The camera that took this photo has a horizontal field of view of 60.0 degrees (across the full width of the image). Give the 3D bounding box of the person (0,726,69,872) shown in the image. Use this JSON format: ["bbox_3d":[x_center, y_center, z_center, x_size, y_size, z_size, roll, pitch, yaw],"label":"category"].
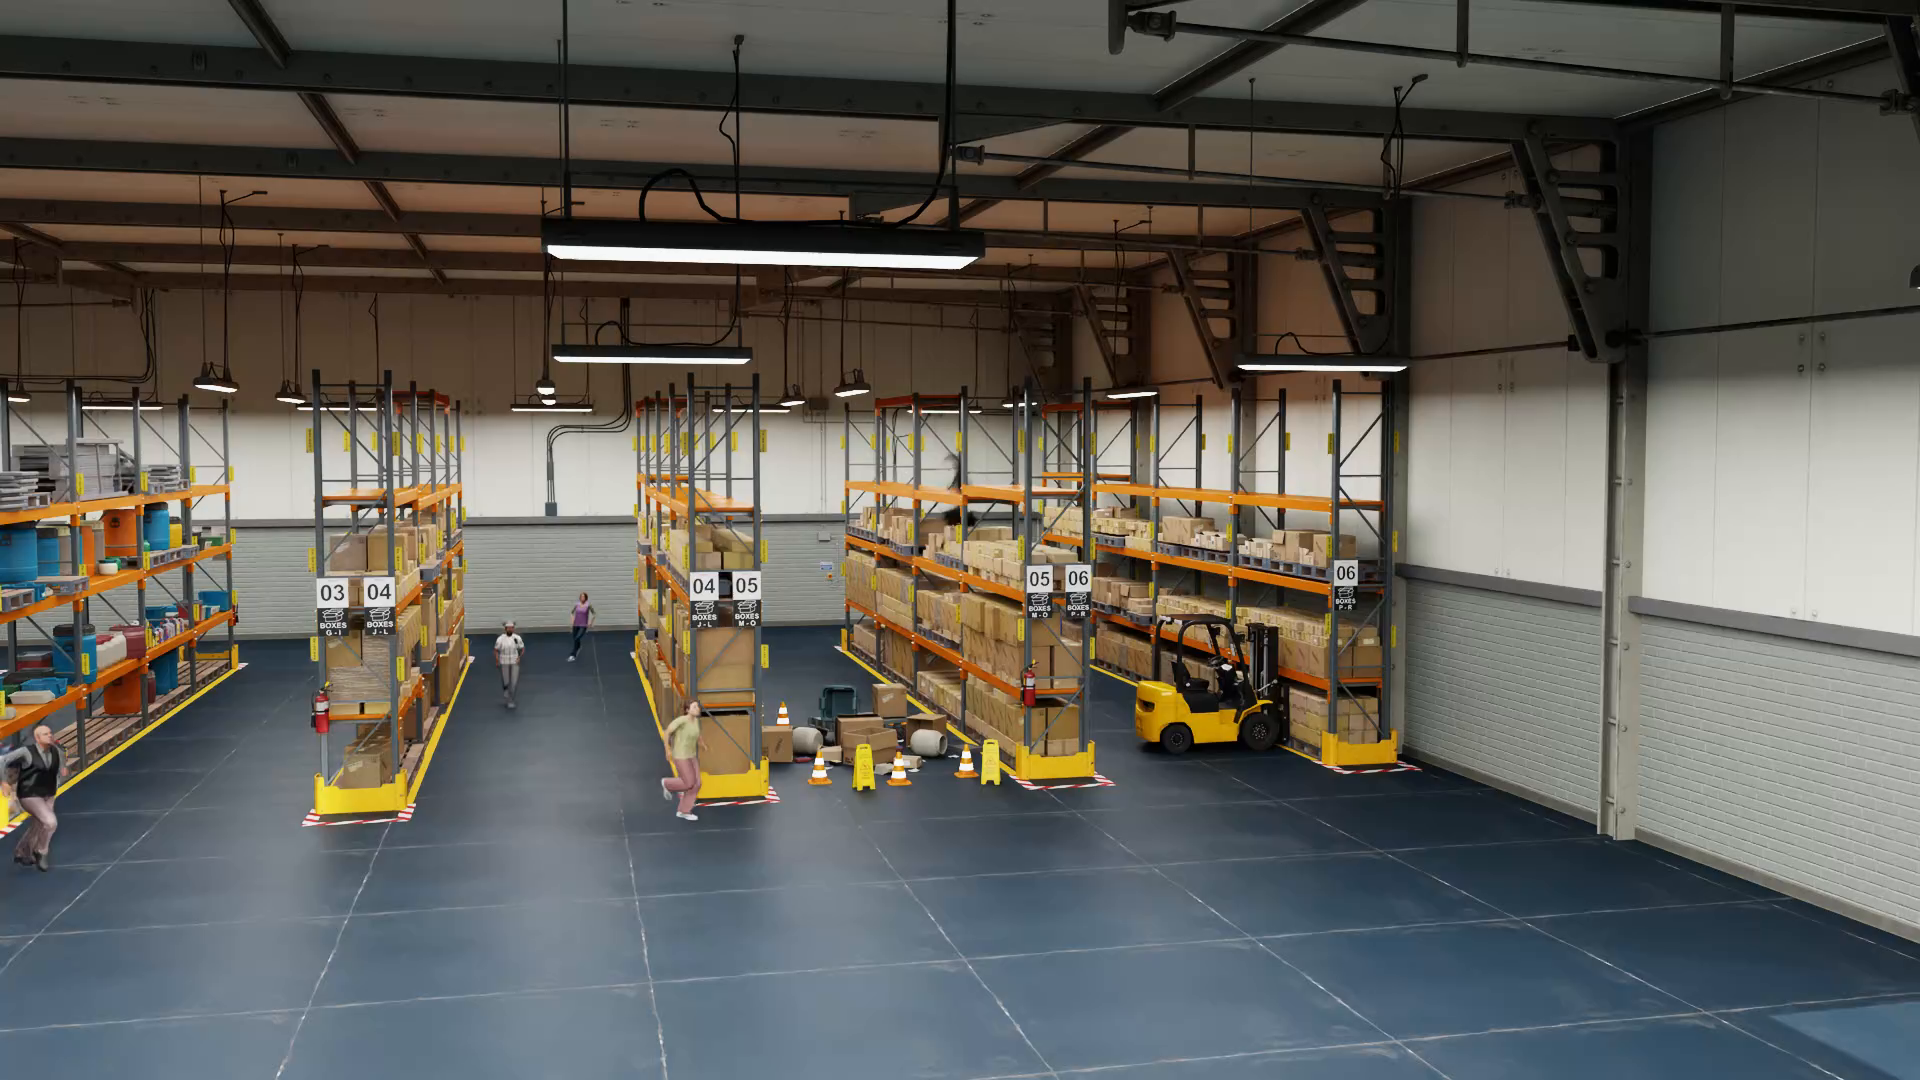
[{"bbox_3d":[-10.782,3.018,19.442,0.806,1.702,0.684,1,4,22],"label":"person"}]

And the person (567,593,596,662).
[{"bbox_3d":[-8.757,1.993,38.458,0.601,1.559,0.859,0,3,8],"label":"person"}]

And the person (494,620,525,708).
[{"bbox_3d":[-8.601,2.354,31.765,0.586,1.667,0.565,-1,3,-18],"label":"person"}]

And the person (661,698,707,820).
[{"bbox_3d":[-3.709,2.927,22.284,0.657,1.622,0.615,2,4,30],"label":"person"}]
